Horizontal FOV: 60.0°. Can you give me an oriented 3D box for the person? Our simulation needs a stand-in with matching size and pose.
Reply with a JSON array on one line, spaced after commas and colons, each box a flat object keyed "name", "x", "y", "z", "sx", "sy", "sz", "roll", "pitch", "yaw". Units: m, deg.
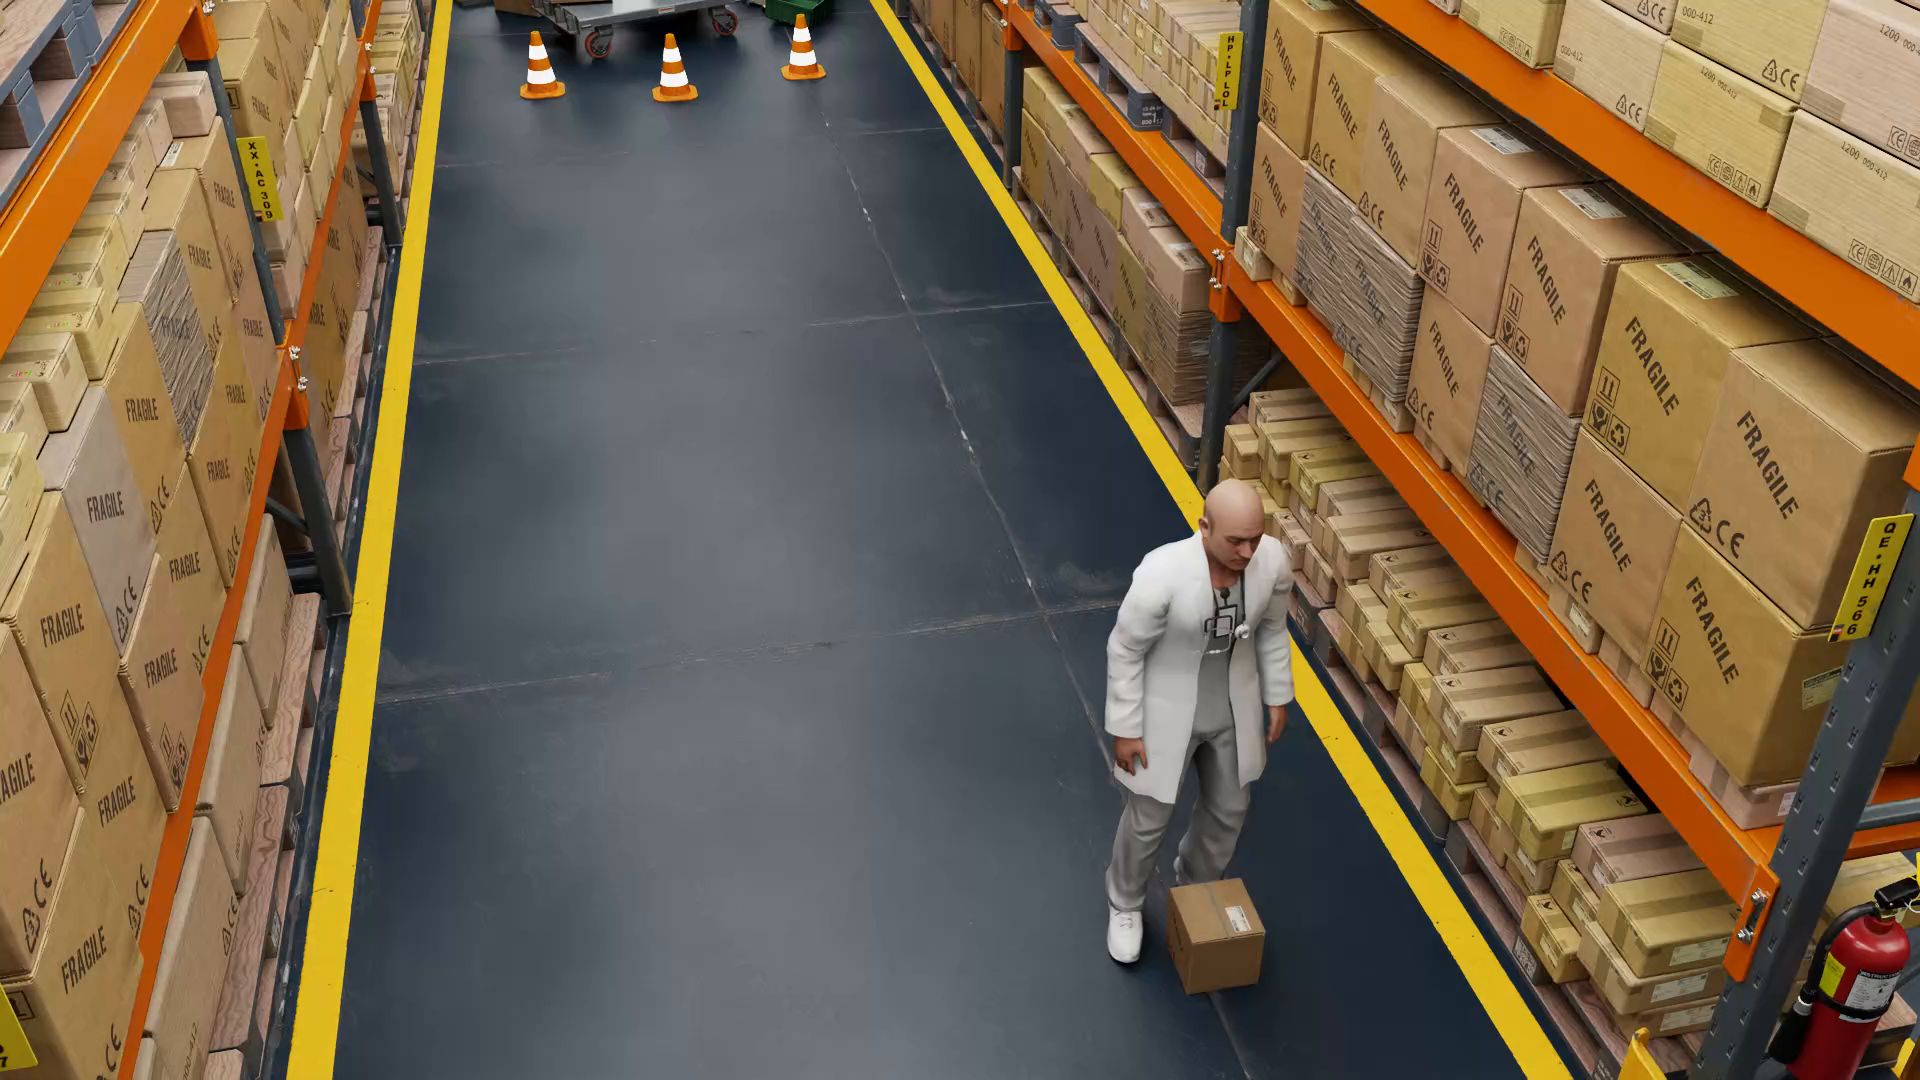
[{"name": "person", "x": 0.767, "y": 0.559, "z": 5.324, "sx": 0.653, "sy": 1.774, "sz": 0.425, "roll": -10, "pitch": 35, "yaw": -14}]
